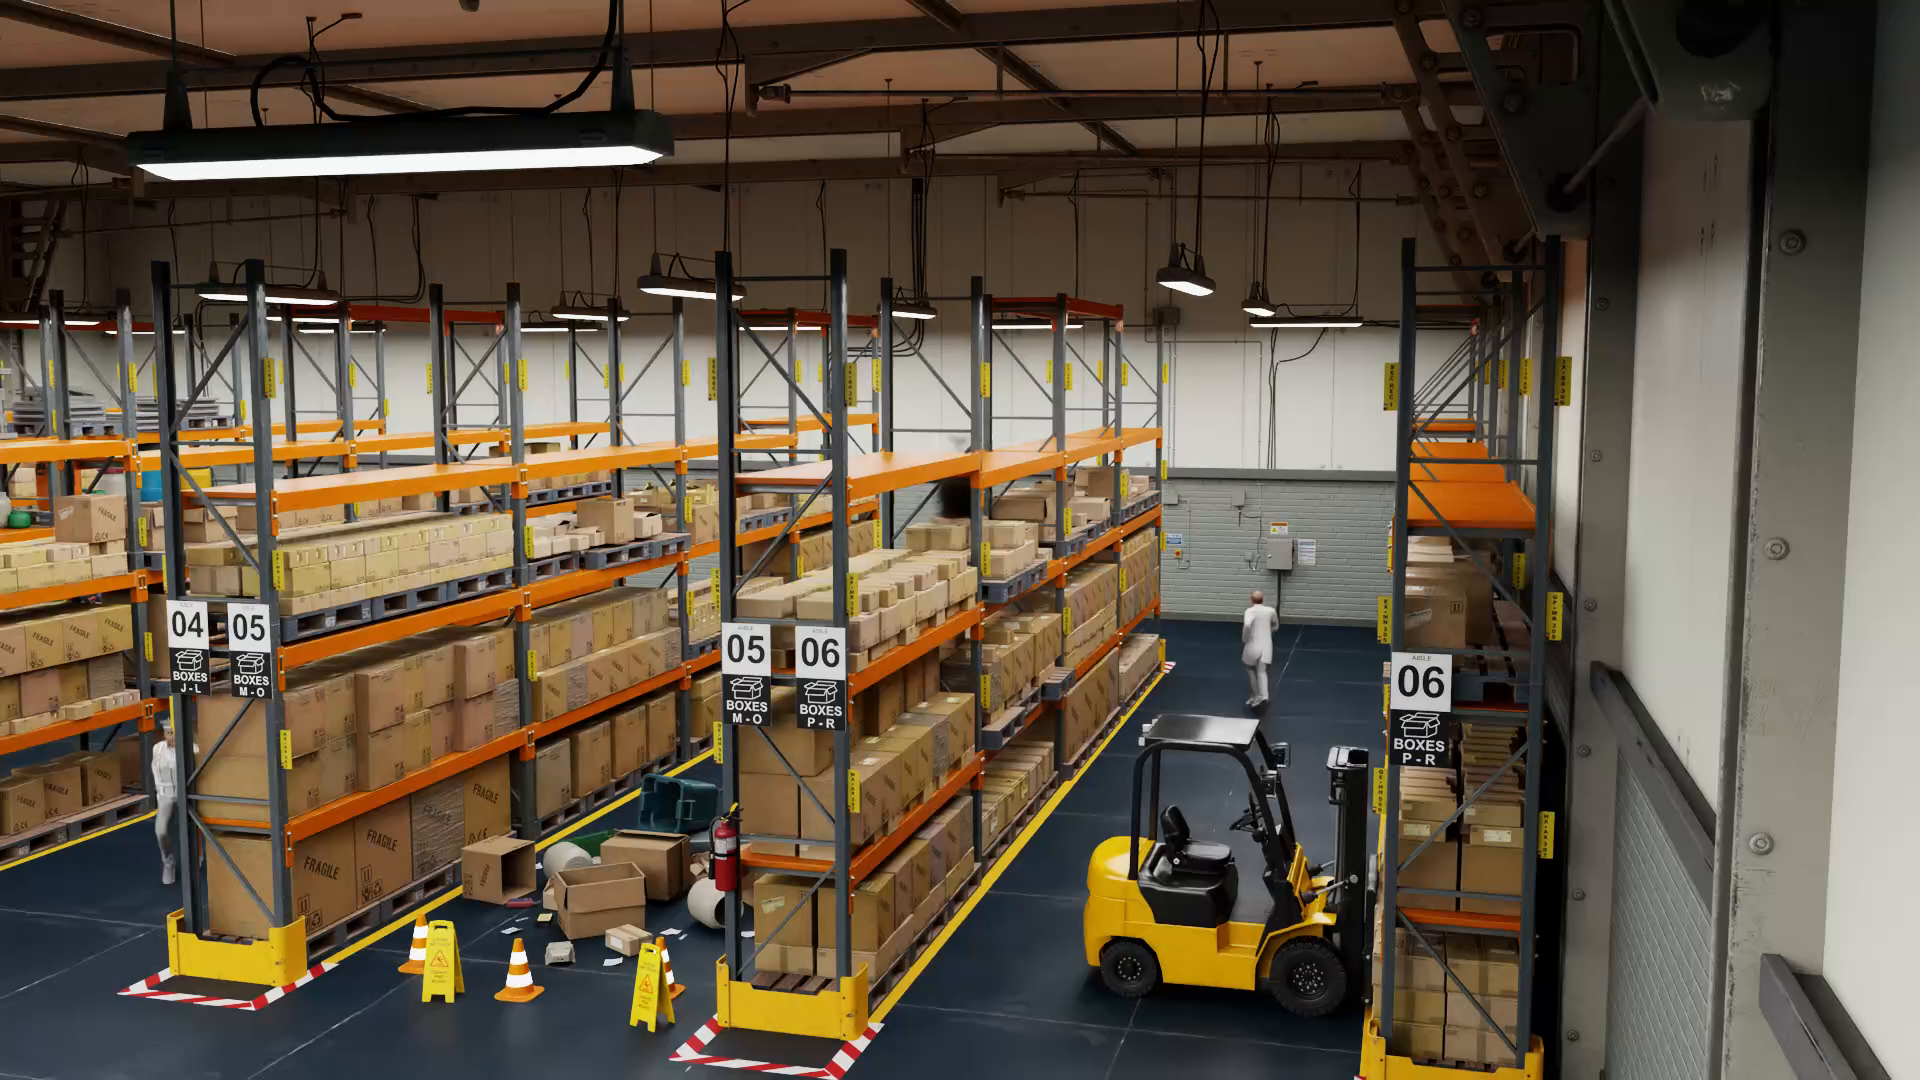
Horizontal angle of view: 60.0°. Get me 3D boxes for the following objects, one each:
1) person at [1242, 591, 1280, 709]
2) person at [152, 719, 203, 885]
[{"bbox_3d":[4.540,1.660,24.902,0.641,1.767,0.910,-1,6,-9],"label":"person"},{"bbox_3d":[-7.833,2.597,16.658,0.533,1.715,0.774,-1,6,-12],"label":"person"}]
